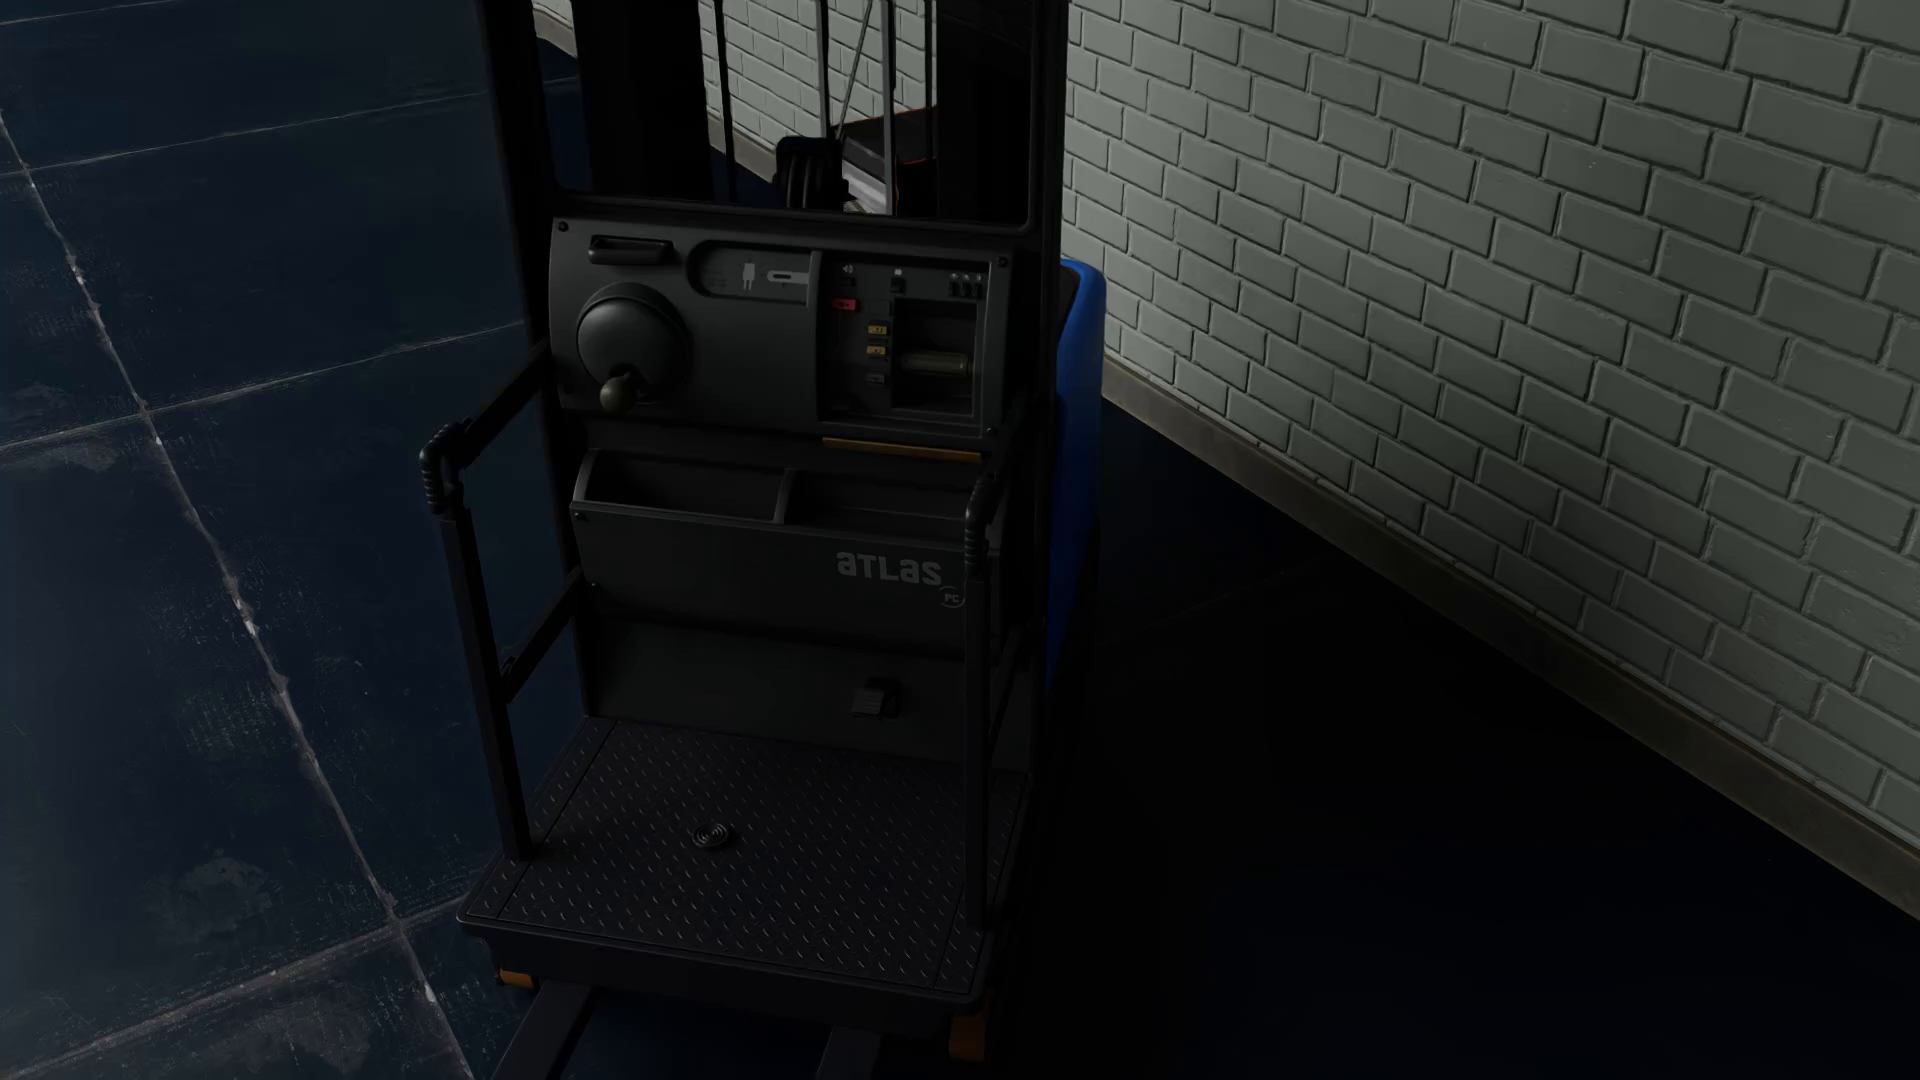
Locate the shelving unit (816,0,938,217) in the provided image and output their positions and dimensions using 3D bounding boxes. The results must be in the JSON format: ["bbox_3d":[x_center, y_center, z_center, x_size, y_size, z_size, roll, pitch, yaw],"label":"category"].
[{"bbox_3d":[-0.079,-0.988,4.848,0.503,2.100,0.431,-19,37,-27],"label":"shelving unit"}]

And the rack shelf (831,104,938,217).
[{"bbox_3d":[-0.079,-0.976,4.855,0.480,0.518,0.431,-19,37,-27],"label":"rack shelf"}]

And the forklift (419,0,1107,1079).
[{"bbox_3d":[-0.400,-0.359,3.071,1.130,2.935,3.031,6,33,10],"label":"forklift"}]

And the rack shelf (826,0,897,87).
[{"bbox_3d":[-0.079,-1.568,4.482,0.480,0.518,0.431,-19,37,-27],"label":"rack shelf"}]

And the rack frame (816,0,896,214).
[{"bbox_3d":[-0.285,-0.918,4.738,0.015,2.100,0.400,-19,37,-27],"label":"rack frame"}]
